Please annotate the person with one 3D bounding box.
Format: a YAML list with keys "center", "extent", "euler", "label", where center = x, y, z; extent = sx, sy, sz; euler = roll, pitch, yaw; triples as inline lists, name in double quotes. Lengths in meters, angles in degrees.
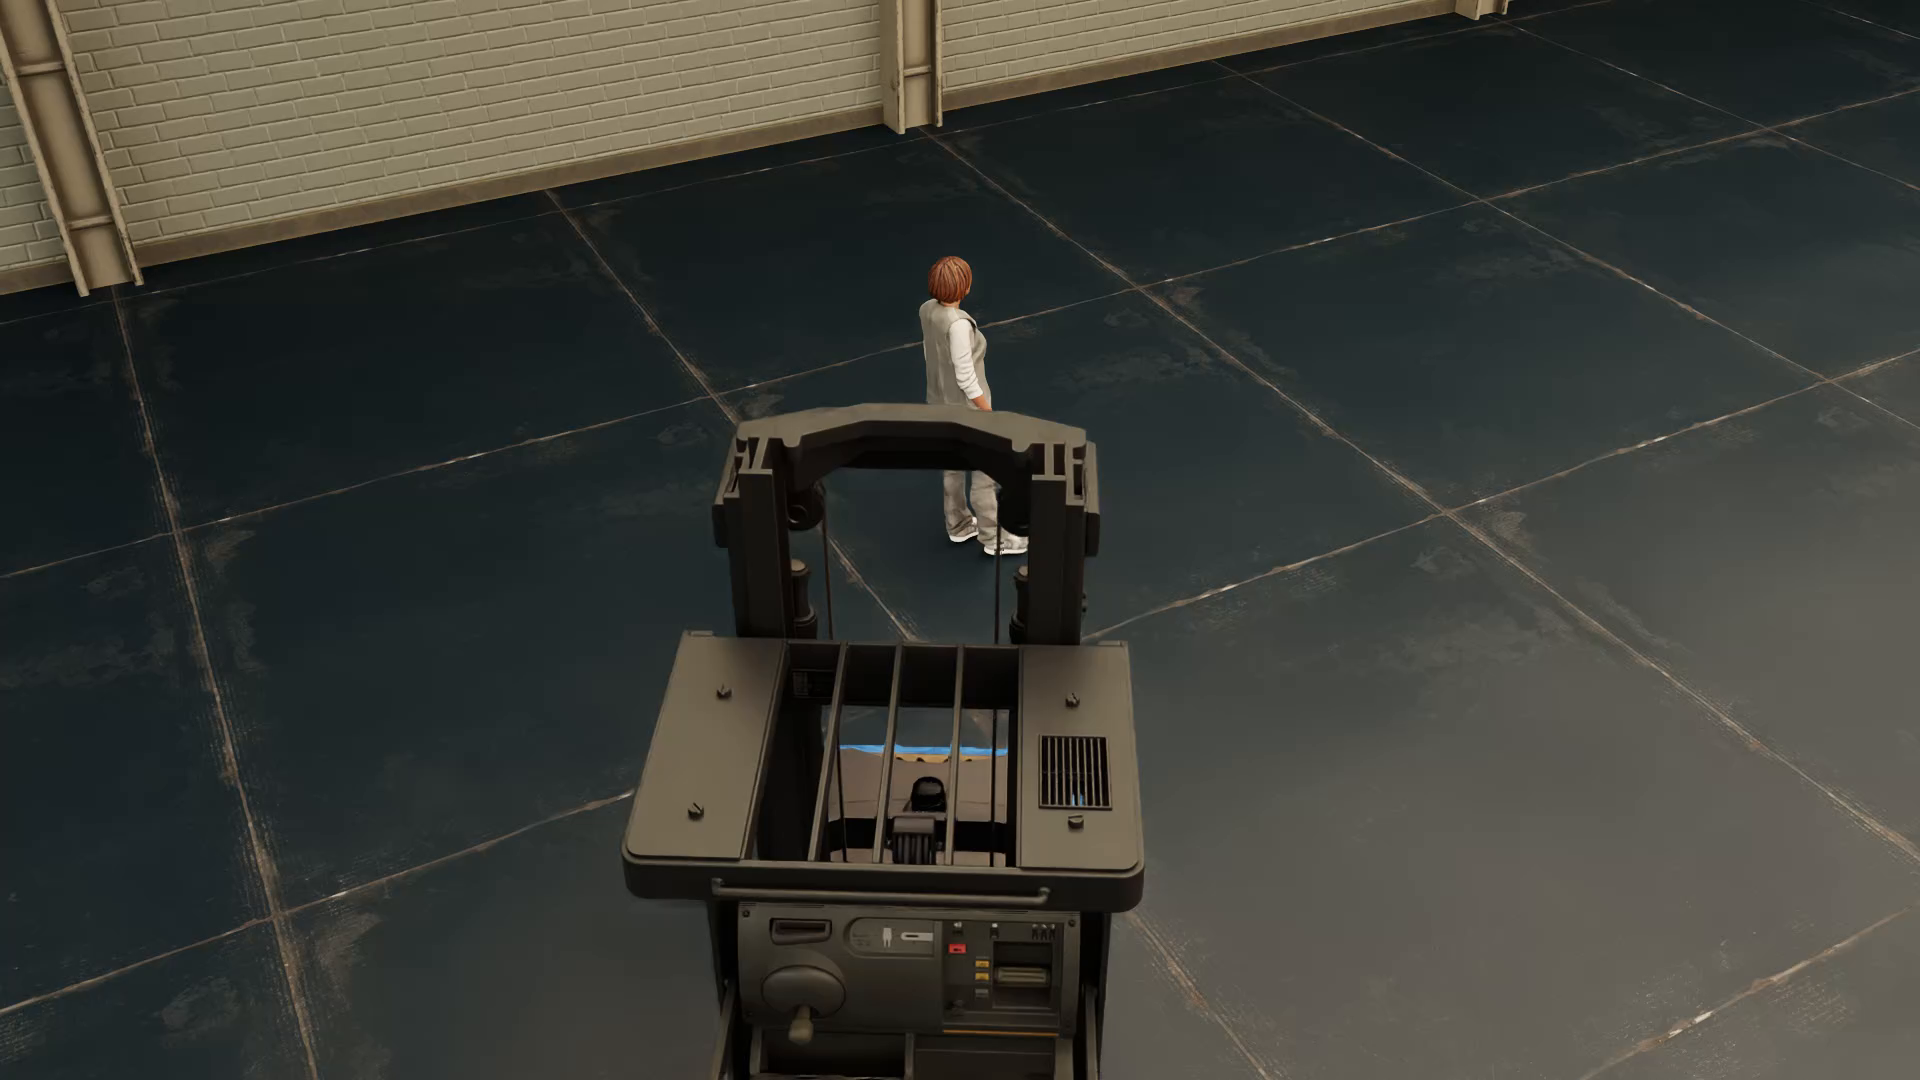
- center: [0.072, -0.671, 8.215]
  extent: [0.475, 1.597, 0.520]
  euler: [-17, 39, -23]
  label: "person"

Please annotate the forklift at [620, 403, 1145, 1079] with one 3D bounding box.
- center: [-0.146, 1.245, 4.362]
  extent: [1.130, 2.935, 3.031]
  euler: [1, 35, 2]
  label: "forklift"
